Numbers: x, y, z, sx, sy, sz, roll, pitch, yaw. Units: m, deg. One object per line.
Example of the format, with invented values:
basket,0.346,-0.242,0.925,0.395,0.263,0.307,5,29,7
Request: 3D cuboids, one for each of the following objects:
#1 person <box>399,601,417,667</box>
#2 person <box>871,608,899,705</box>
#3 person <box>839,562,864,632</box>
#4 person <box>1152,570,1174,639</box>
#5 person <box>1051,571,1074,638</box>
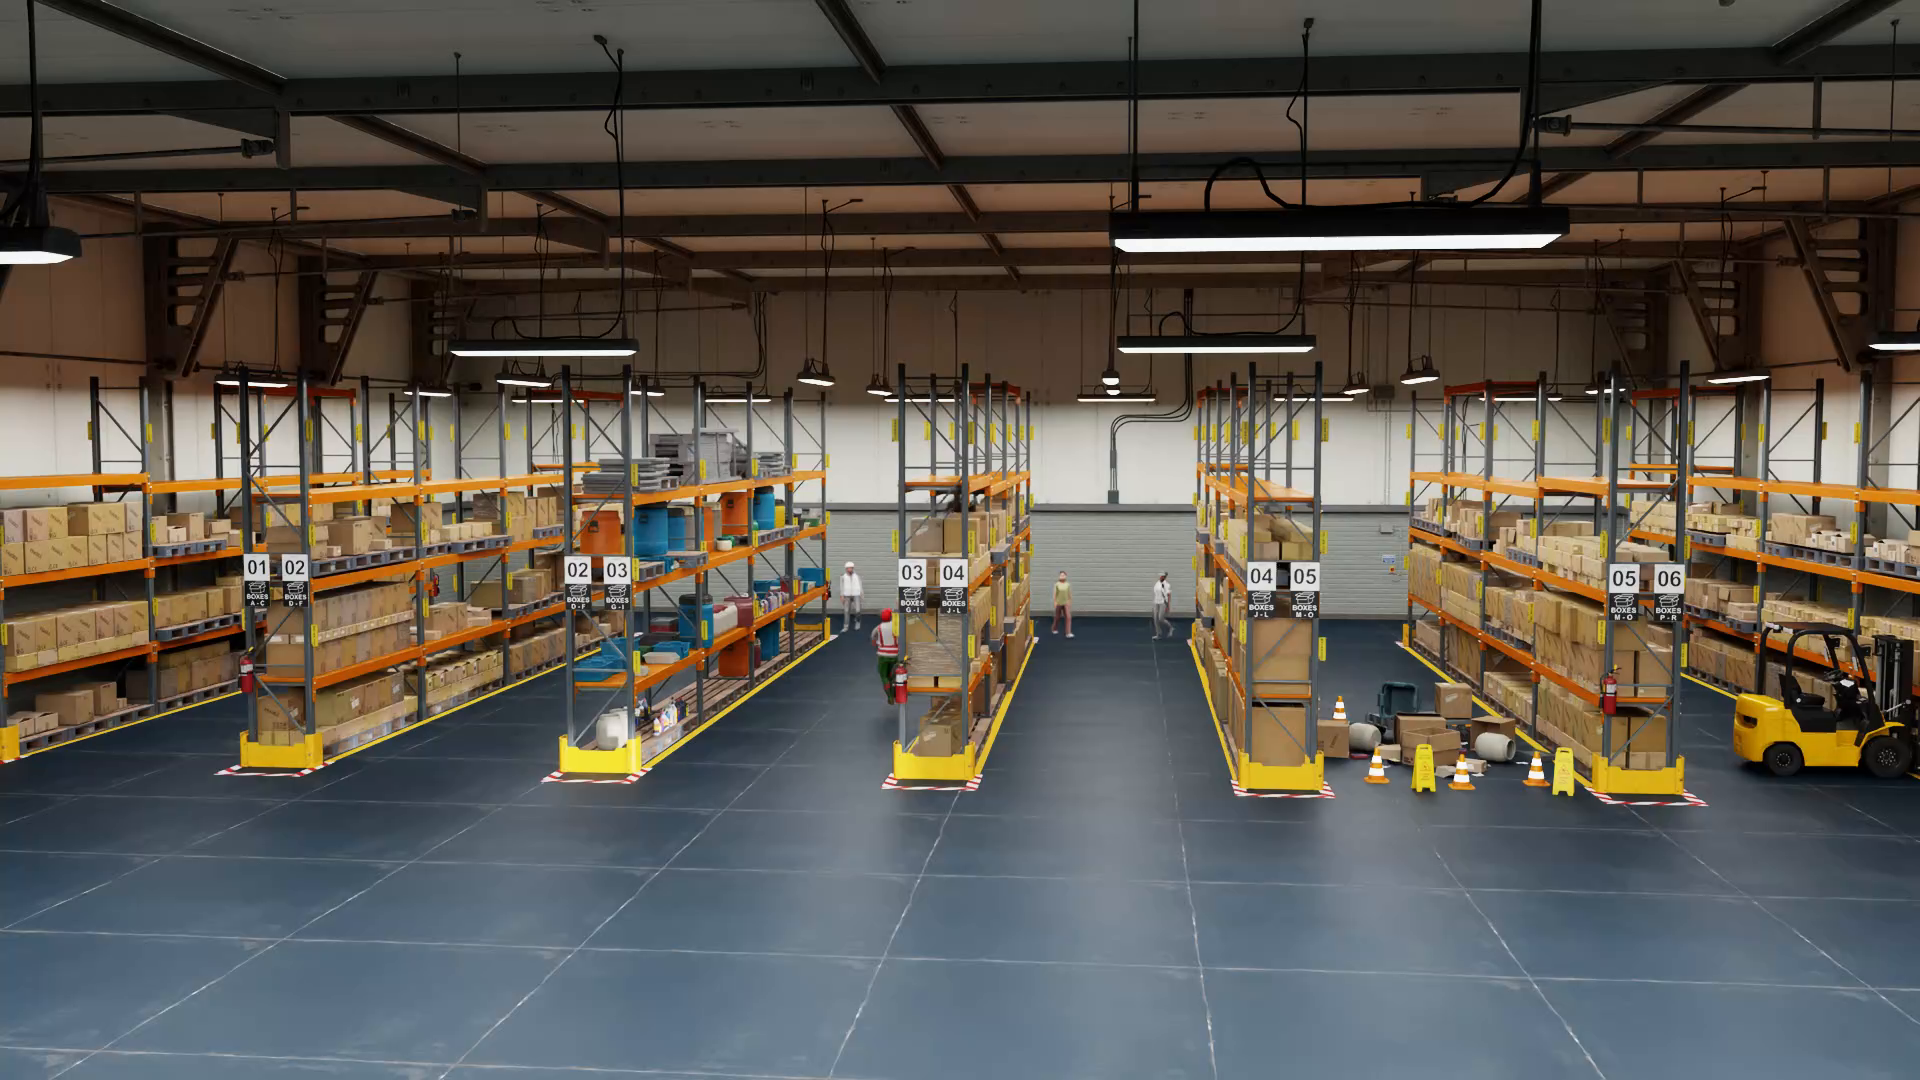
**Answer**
person,-11.057,2.040,33.335,0.479,1.672,0.422,-3,5,-38
person,-1.308,2.082,30.030,0.675,1.722,0.722,-2,4,-29
person,-2.742,1.433,42.085,0.627,1.749,0.568,0,4,2
person,4.903,1.564,40.313,0.478,1.680,0.466,-3,5,-36
person,2.522,1.575,40.802,0.513,1.627,0.984,-1,4,-18
